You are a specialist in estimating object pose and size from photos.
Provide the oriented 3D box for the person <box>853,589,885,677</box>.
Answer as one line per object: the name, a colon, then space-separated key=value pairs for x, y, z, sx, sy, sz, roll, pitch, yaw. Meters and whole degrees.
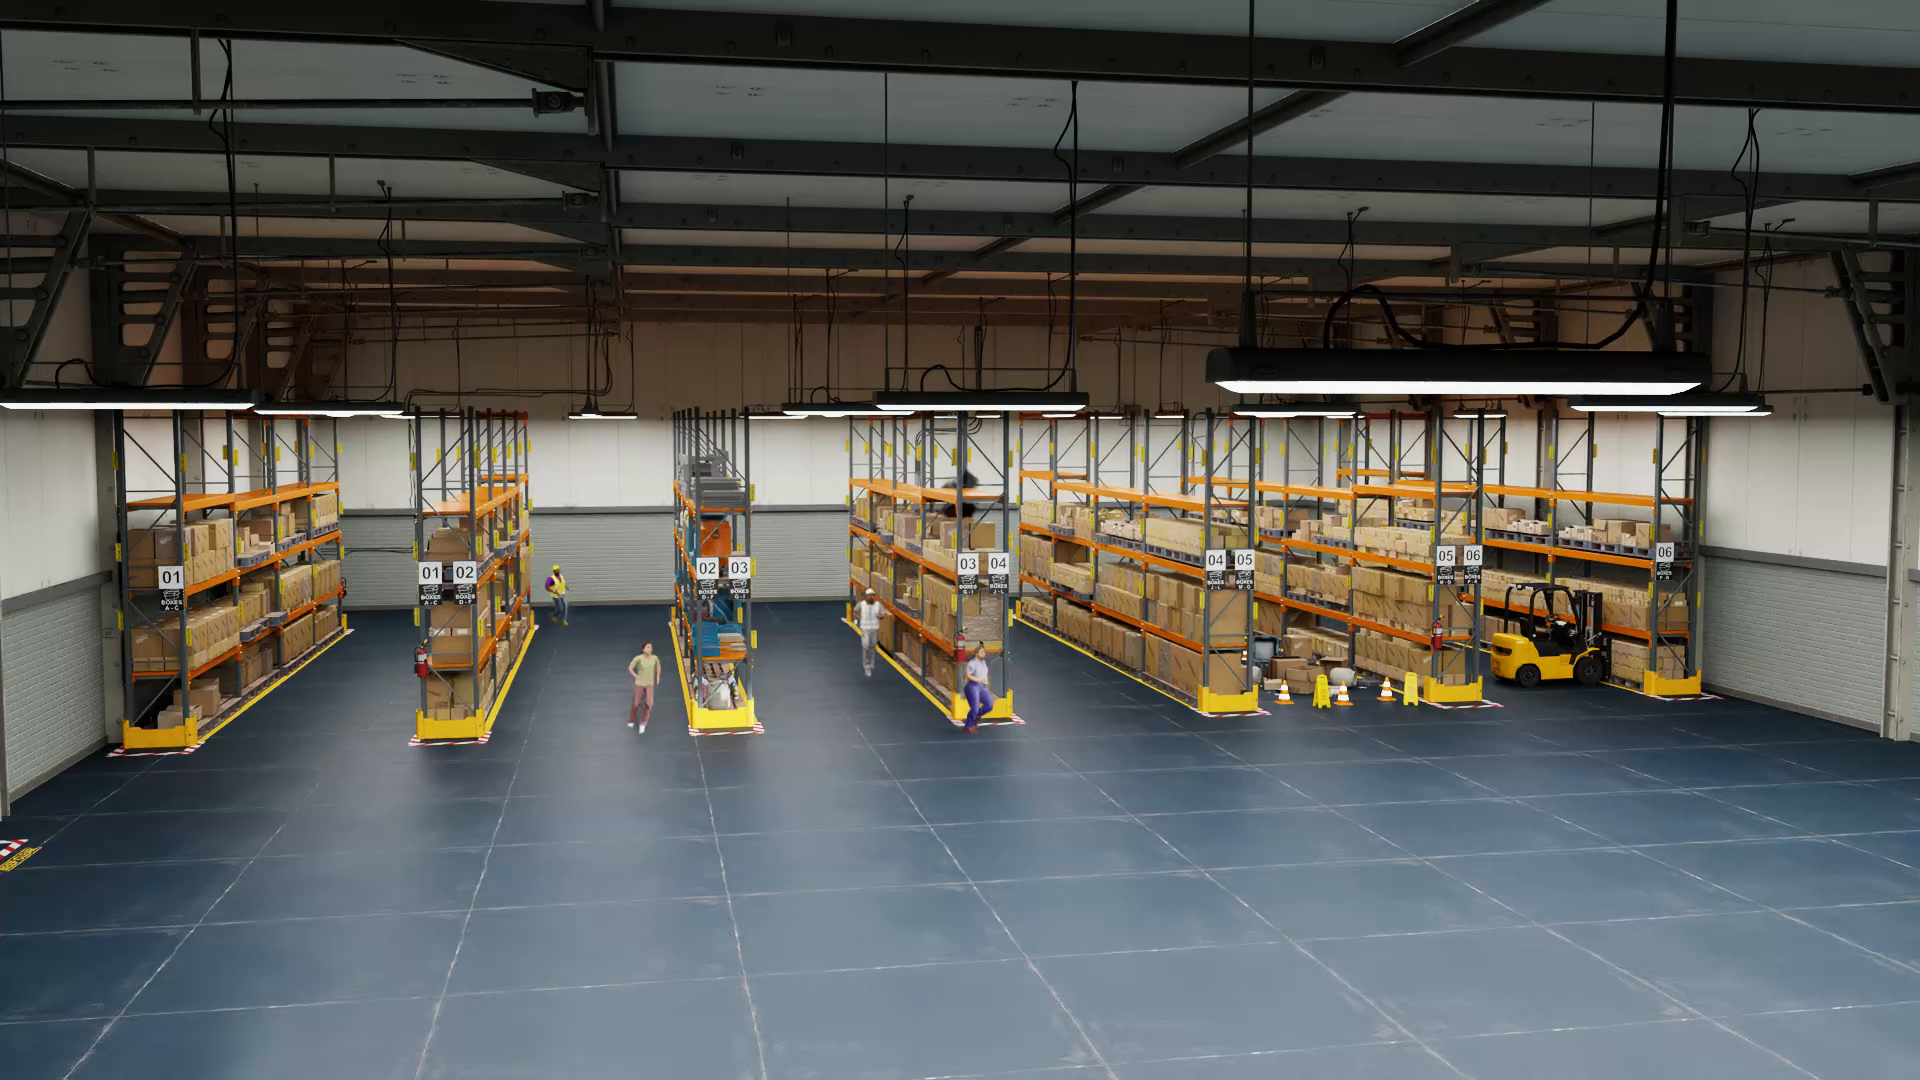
person: x=-1.961 y=1.994 z=36.195 sx=0.670 sy=1.881 sz=0.773 roll=-1 pitch=4 yaw=-15

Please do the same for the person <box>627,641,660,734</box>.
person: x=-5.842 y=2.713 z=30.859 sx=0.637 sy=1.682 sz=0.690 roll=-2 pitch=4 yaw=-21

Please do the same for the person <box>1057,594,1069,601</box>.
person: x=2.969 y=1.429 z=49.606 sx=0.705 sy=1.538 sz=0.594 roll=2 pitch=5 yaw=28

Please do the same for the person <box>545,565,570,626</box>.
person: x=-11.348 y=1.559 z=46.748 sx=0.660 sy=1.712 sz=0.739 roll=2 pitch=5 yaw=30

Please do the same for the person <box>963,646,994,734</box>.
person: x=0.366 y=2.762 z=30.600 sx=0.608 sy=1.594 sz=0.646 roll=3 pitch=5 yaw=37
